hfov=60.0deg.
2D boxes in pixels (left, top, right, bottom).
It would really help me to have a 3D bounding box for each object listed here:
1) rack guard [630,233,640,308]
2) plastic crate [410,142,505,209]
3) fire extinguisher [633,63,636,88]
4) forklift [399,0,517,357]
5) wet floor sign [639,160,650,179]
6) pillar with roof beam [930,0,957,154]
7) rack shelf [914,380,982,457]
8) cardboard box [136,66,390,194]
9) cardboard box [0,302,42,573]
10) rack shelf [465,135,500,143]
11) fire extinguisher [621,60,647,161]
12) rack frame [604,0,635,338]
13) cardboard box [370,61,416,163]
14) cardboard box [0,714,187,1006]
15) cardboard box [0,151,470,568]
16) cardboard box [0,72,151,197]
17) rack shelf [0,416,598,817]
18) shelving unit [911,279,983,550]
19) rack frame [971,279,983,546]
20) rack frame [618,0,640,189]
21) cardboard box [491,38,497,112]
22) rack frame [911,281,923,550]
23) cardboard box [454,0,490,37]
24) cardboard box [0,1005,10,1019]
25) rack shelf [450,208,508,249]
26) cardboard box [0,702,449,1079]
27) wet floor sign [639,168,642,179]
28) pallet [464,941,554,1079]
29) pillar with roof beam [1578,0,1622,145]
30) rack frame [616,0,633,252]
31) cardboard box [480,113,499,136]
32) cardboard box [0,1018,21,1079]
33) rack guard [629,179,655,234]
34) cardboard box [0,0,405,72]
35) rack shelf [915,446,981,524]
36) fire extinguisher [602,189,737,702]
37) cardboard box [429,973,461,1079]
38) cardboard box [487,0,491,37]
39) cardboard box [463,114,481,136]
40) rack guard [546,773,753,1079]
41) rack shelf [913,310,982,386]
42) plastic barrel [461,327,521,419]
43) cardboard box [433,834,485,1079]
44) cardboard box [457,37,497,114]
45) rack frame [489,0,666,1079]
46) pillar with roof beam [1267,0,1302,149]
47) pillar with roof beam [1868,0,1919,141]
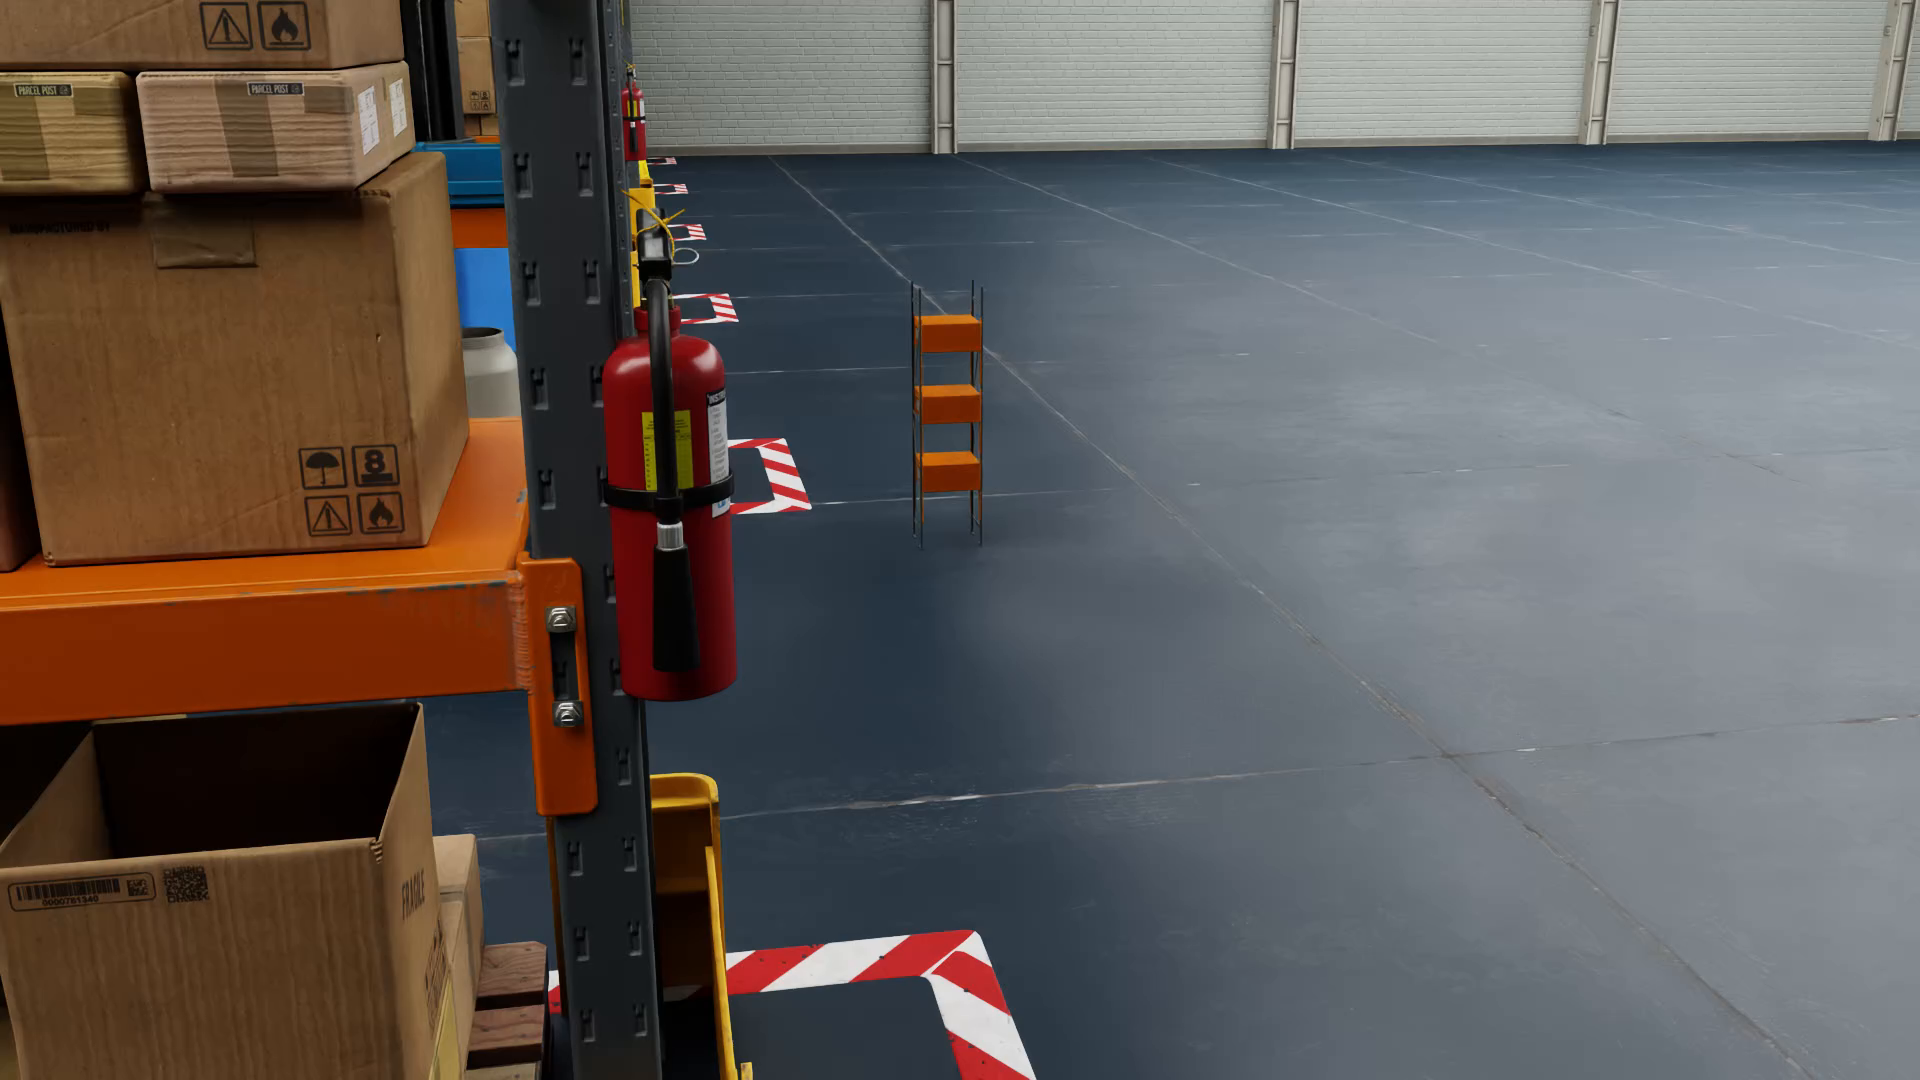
[{"bbox_3d":[-2.552,-1.945,12.293,0.348,0.500,1.175,-3,17,-10],"label":"rack guard"},{"bbox_3d":[-1.973,-1.531,6.942,0.616,0.251,0.499,-3,17,-10],"label":"plastic crate"},{"bbox_3d":[-4.158,-5.838,20.841,0.183,0.674,0.296,-3,17,-10],"label":"fire extinguisher"},{"bbox_3d":[-3.673,-2.386,9.586,3.031,2.935,1.130,10,19,28],"label":"forklift"},{"bbox_3d":[-3.968,-4.578,20.617,0.232,0.644,0.267,3,17,9],"label":"wet floor sign"},{"bbox_3d":[0.550,-9.614,22.786,0.400,9.000,9.100,-3,17,-10],"label":"pillar with roof beam"},{"bbox_3d":[-0.053,-0.489,6.651,0.240,0.259,0.215,-3,17,-10],"label":"rack shelf"},{"bbox_3d":[-0.941,-0.570,2.284,0.250,0.149,0.380,-4,17,-11],"label":"cardboard box"},{"bbox_3d":[-1.577,-0.283,2.455,0.500,0.500,0.700,-3,17,-9],"label":"cardboard box"},{"bbox_3d":[-4.441,-2.689,11.683,4.000,0.370,1.077,-3,17,-10],"label":"rack shelf"},{"bbox_3d":[-2.278,-2.981,11.540,0.183,0.674,0.296,-3,17,-10],"label":"fire extinguisher"},{"bbox_3d":[-1.538,-1.716,7.291,0.127,3.000,1.000,-3,17,-10],"label":"rack frame"},{"bbox_3d":[-1.028,-0.686,2.663,0.250,0.149,0.380,-3,17,-11],"label":"cardboard box"},{"bbox_3d":[-1.661,0.461,2.893,0.500,0.500,0.500,-3,17,-10],"label":"cardboard box"},{"bbox_3d":[-1.063,-0.314,2.554,0.500,0.500,0.700,-3,17,-10],"label":"cardboard box"},{"bbox_3d":[-1.198,-0.555,2.235,0.250,0.149,0.380,-3,17,-9],"label":"cardboard box"},{"bbox_3d":[-2.566,0.167,2.385,4.000,0.370,1.077,-3,17,-10],"label":"rack shelf"},{"bbox_3d":[-0.053,-0.499,6.648,0.252,1.050,0.215,-3,17,-10],"label":"shelving unit"},{"bbox_3d":[0.067,-0.506,6.670,0.008,1.050,0.200,-3,17,-10],"label":"rack frame"},{"bbox_3d":[-3.319,-4.580,16.614,0.127,3.000,1.000,-3,17,-10],"label":"rack frame"},{"bbox_3d":[-3.023,-3.312,11.808,0.500,0.500,0.875,-3,17,-10],"label":"cardboard box"},{"bbox_3d":[-0.172,-0.492,6.626,0.008,1.050,0.200,-3,17,-10],"label":"rack frame"},{"bbox_3d":[-3.460,-3.681,11.307,0.500,0.500,0.500,-3,17,-10],"label":"cardboard box"},{"bbox_3d":[-1.661,0.820,3.001,0.500,0.250,0.500,-3,17,-10],"label":"cardboard box"},{"bbox_3d":[-3.502,-1.261,7.034,4.000,0.370,1.077,-3,17,-10],"label":"rack shelf"},{"bbox_3d":[-1.072,0.582,2.497,0.500,0.500,0.500,-3,17,-10],"label":"cardboard box"},{"bbox_3d":[-3.666,-4.027,18.823,0.232,0.644,0.267,-6,18,-20],"label":"wet floor sign"},{"bbox_3d":[-1.345,1.099,2.873,1.213,0.211,1.003,-3,17,-10],"label":"pallet"},{"bbox_3d":[12.332,-10.282,24.962,0.400,9.000,9.100,-3,17,-10],"label":"pillar with roof beam"},{"bbox_3d":[-2.477,-3.144,11.940,0.127,3.000,1.000,-3,17,-10],"label":"rack frame"},{"bbox_3d":[-3.199,-2.906,11.593,0.250,0.149,0.380,-3,17,-10],"label":"cardboard box"},{"bbox_3d":[-1.561,0.972,2.507,0.500,0.250,0.500,-3,17,-10],"label":"cardboard box"},{"bbox_3d":[-3.296,-3.386,16.985,0.348,0.500,1.175,-3,17,-10],"label":"rack guard"},{"bbox_3d":[-1.115,-0.931,2.354,0.500,0.500,0.700,-3,17,-10],"label":"cardboard box"},{"bbox_3d":[-0.053,-0.223,6.733,0.240,0.259,0.215,-3,17,-10],"label":"rack shelf"},{"bbox_3d":[-0.398,-0.124,2.239,0.183,0.674,0.296,-3,17,-10],"label":"fire extinguisher"},{"bbox_3d":[-1.072,0.940,2.609,0.500,0.250,0.500,-3,17,-10],"label":"cardboard box"},{"bbox_3d":[-2.971,-3.710,11.403,0.500,0.500,0.500,-3,17,-10],"label":"cardboard box"},{"bbox_3d":[-3.448,-2.897,11.562,0.250,0.149,0.380,-3,17,-10],"label":"cardboard box"},{"bbox_3d":[-0.578,0.905,3.013,0.348,0.500,1.175,-3,17,-10],"label":"rack guard"},{"bbox_3d":[-0.053,-0.760,6.568,0.240,0.259,0.215,-3,17,-10],"label":"rack shelf"},{"bbox_3d":[-2.170,-0.669,7.404,0.421,0.512,0.421,0,17,0],"label":"plastic barrel"},{"bbox_3d":[-1.171,0.791,3.095,0.500,0.250,0.500,-3,17,-10],"label":"cardboard box"},{"bbox_3d":[-3.491,-3.249,11.605,0.500,0.500,0.875,-3,17,-10],"label":"cardboard box"},{"bbox_3d":[-0.602,-0.288,2.642,0.127,3.000,1.000,-3,17,-10],"label":"rack frame"},{"bbox_3d":[6.441,-9.948,23.874,0.400,9.000,9.100,-3,17,-10],"label":"pillar with roof beam"},{"bbox_3d":[18.224,-10.616,26.050,0.400,9.000,9.100,-3,17,-10],"label":"pillar with roof beam"}]
